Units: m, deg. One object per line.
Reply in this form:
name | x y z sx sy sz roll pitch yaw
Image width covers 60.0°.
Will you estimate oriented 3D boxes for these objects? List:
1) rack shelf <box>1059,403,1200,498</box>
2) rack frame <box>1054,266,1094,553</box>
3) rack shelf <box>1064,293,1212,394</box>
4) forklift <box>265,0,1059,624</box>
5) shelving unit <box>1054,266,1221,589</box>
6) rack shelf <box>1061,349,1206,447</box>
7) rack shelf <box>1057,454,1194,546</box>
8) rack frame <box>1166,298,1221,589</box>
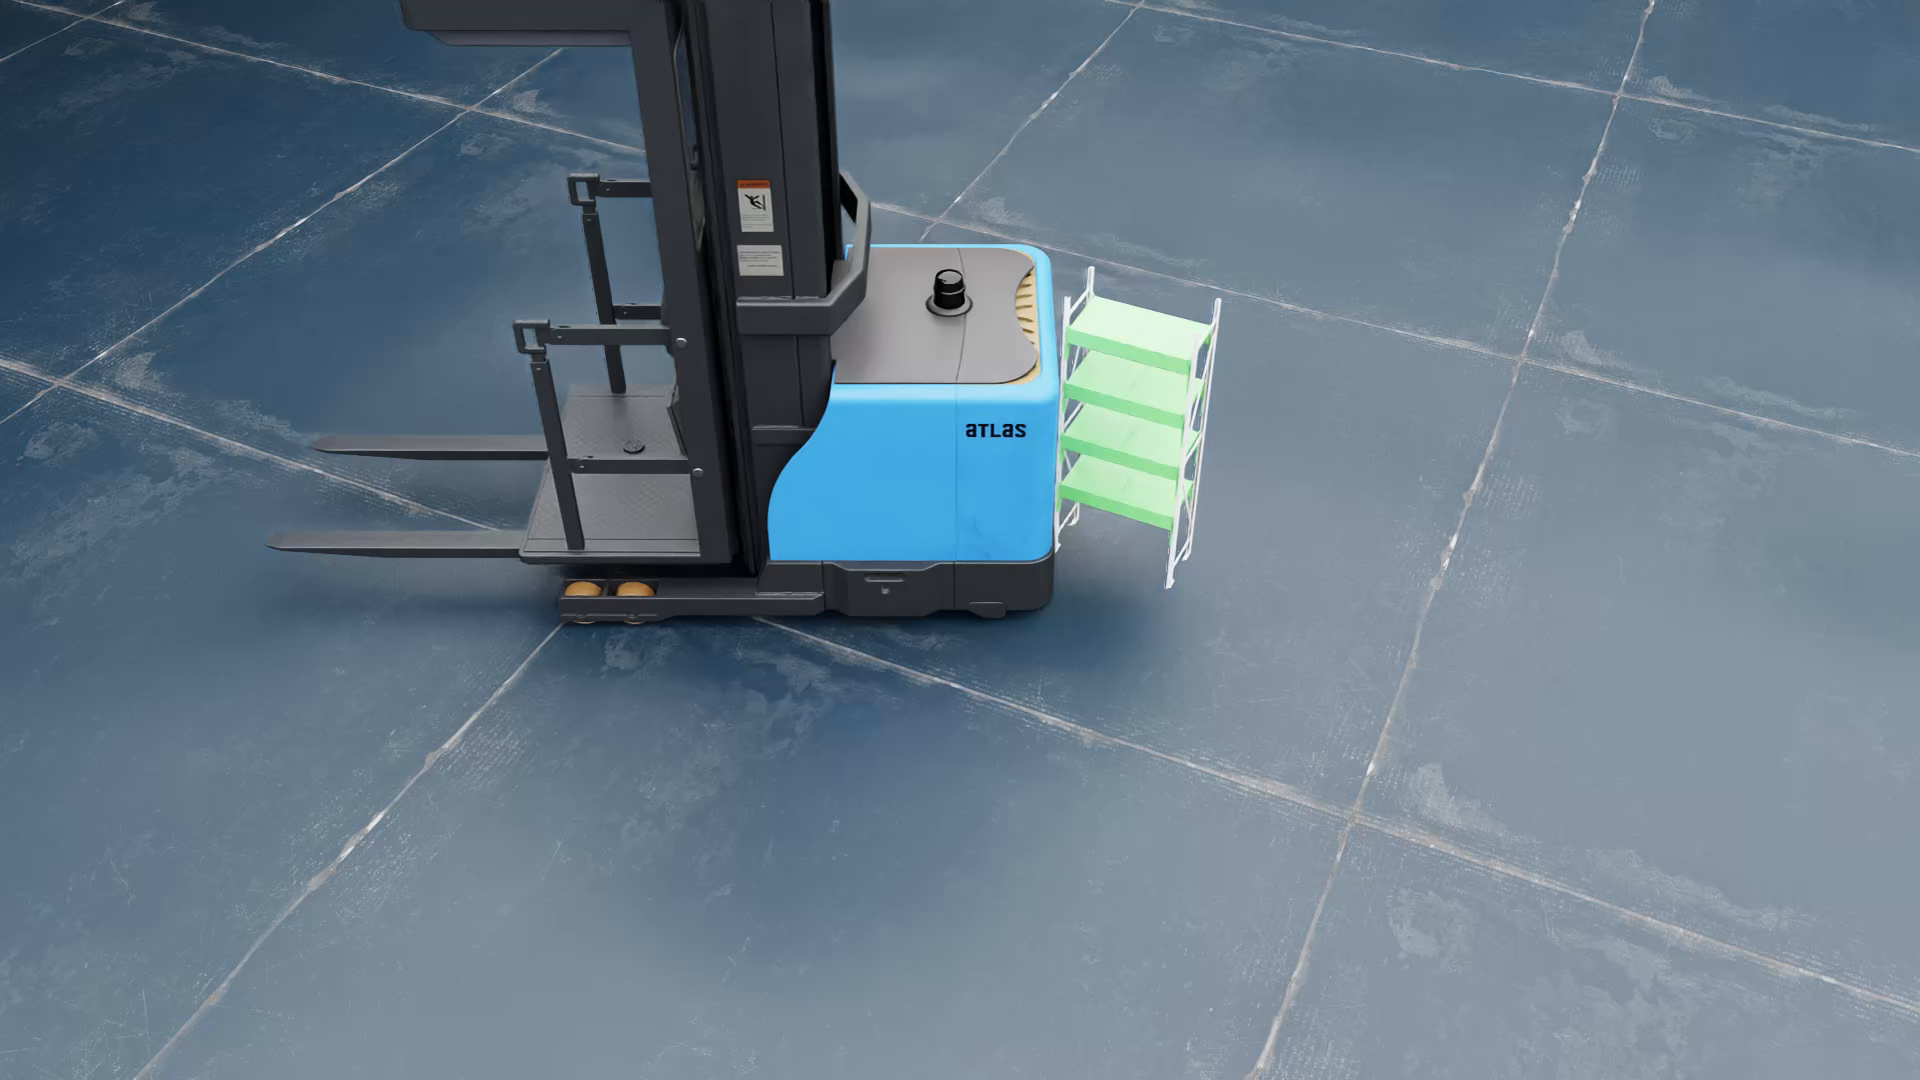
rack shelf | 0.649 -0.354 6.340 0.480 0.148 0.258 18 44 19
rack frame | 0.430 -0.473 6.380 0.015 1.200 0.240 18 44 19
rack shelf | 0.649 -0.717 6.026 0.480 0.148 0.258 18 44 19
forklift | -1.155 -1.133 5.819 3.031 2.935 1.130 0 41 0
shelving unit | 0.649 -0.403 6.299 0.503 1.200 0.258 18 44 19
rack shelf | 0.649 -0.536 6.183 0.480 0.148 0.258 18 44 19
rack shelf | 0.649 -0.173 6.498 0.480 0.148 0.258 18 44 19
rack frame | 0.869 -0.333 6.218 0.015 1.200 0.240 18 44 19
